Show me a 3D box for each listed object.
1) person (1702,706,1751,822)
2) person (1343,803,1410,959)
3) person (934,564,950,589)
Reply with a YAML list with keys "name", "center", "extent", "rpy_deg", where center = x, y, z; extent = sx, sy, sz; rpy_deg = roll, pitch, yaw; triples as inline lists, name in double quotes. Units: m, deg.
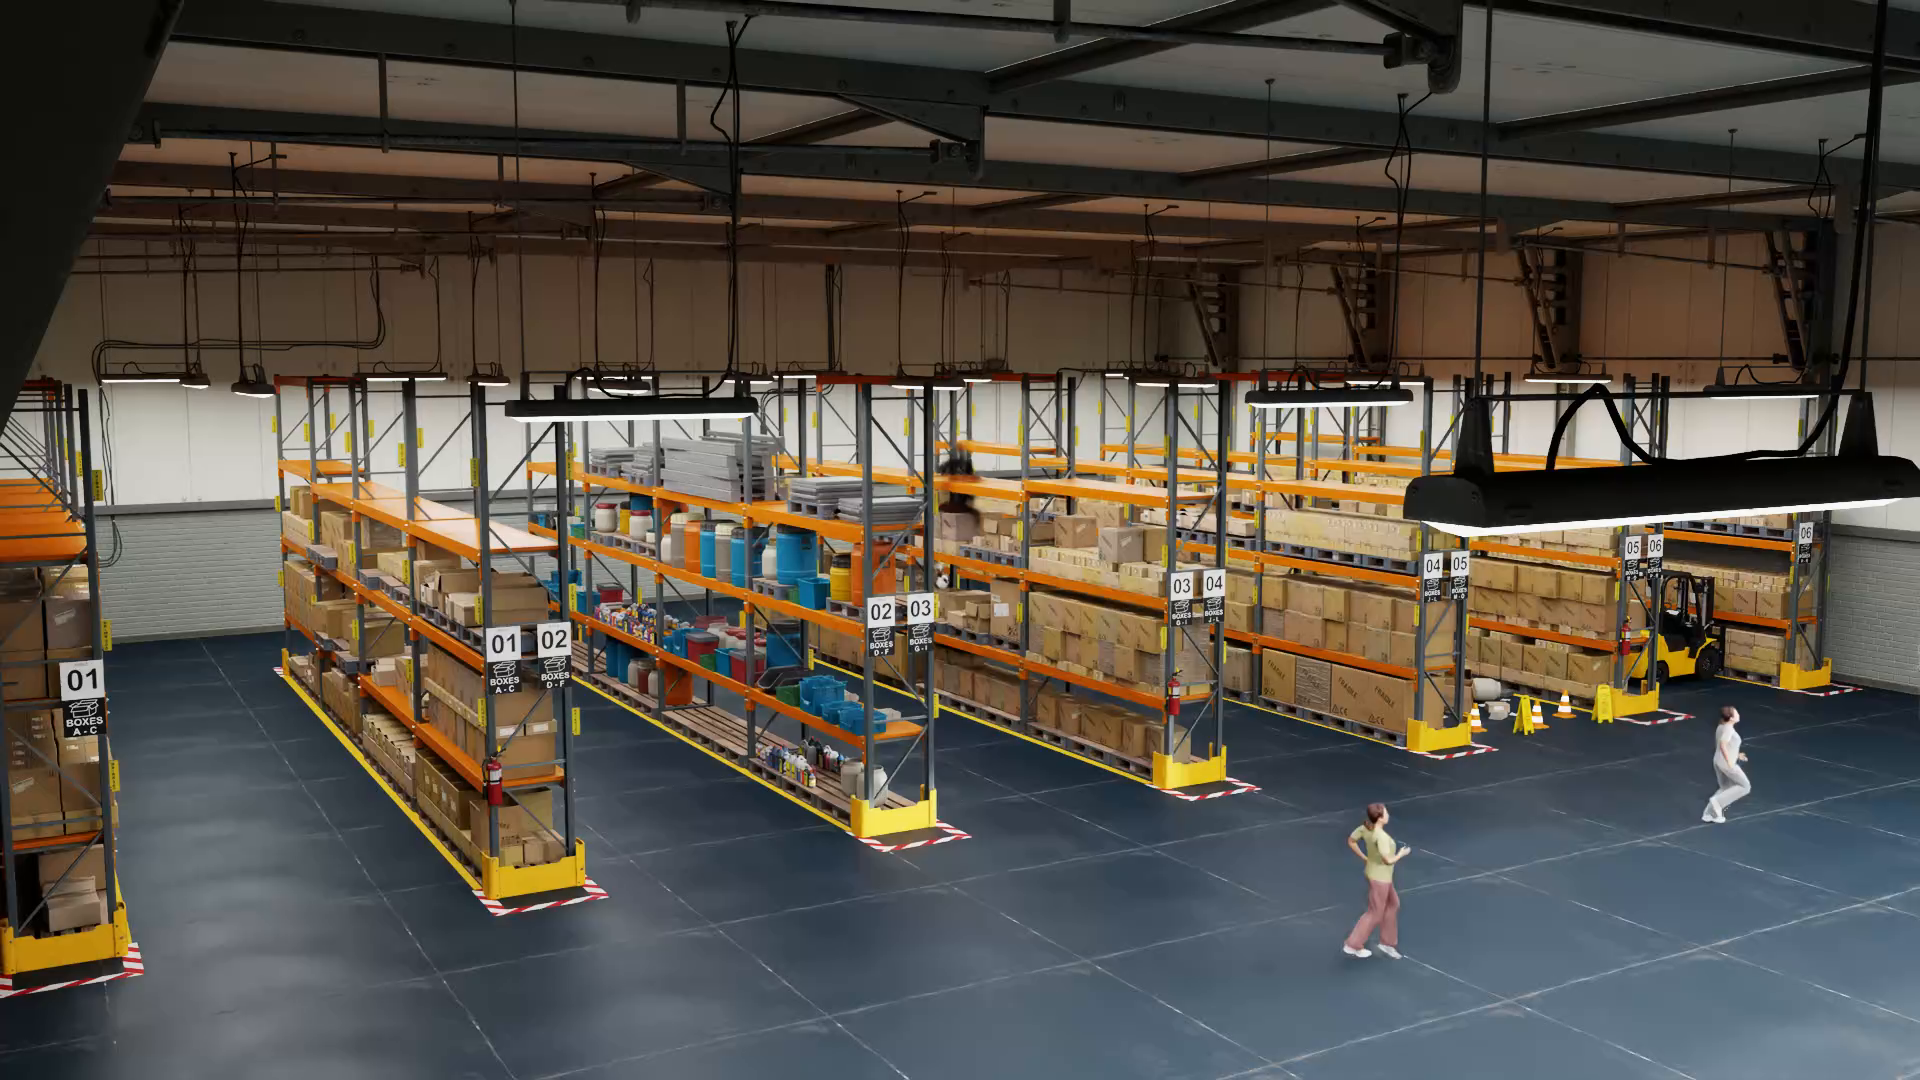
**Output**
- name: "person"
  center: [10.461, 3.057, 22.673]
  extent: [0.589, 1.607, 0.512]
  rpy_deg: [0, 6, 4]
- name: "person"
  center: [4.358, 3.595, 17.427]
  extent: [0.694, 1.723, 0.560]
  rpy_deg: [-1, 6, -5]
- name: "person"
  center: [-0.452, 1.361, 38.014]
  extent: [0.610, 1.667, 0.607]
  rpy_deg: [-3, 7, -26]
